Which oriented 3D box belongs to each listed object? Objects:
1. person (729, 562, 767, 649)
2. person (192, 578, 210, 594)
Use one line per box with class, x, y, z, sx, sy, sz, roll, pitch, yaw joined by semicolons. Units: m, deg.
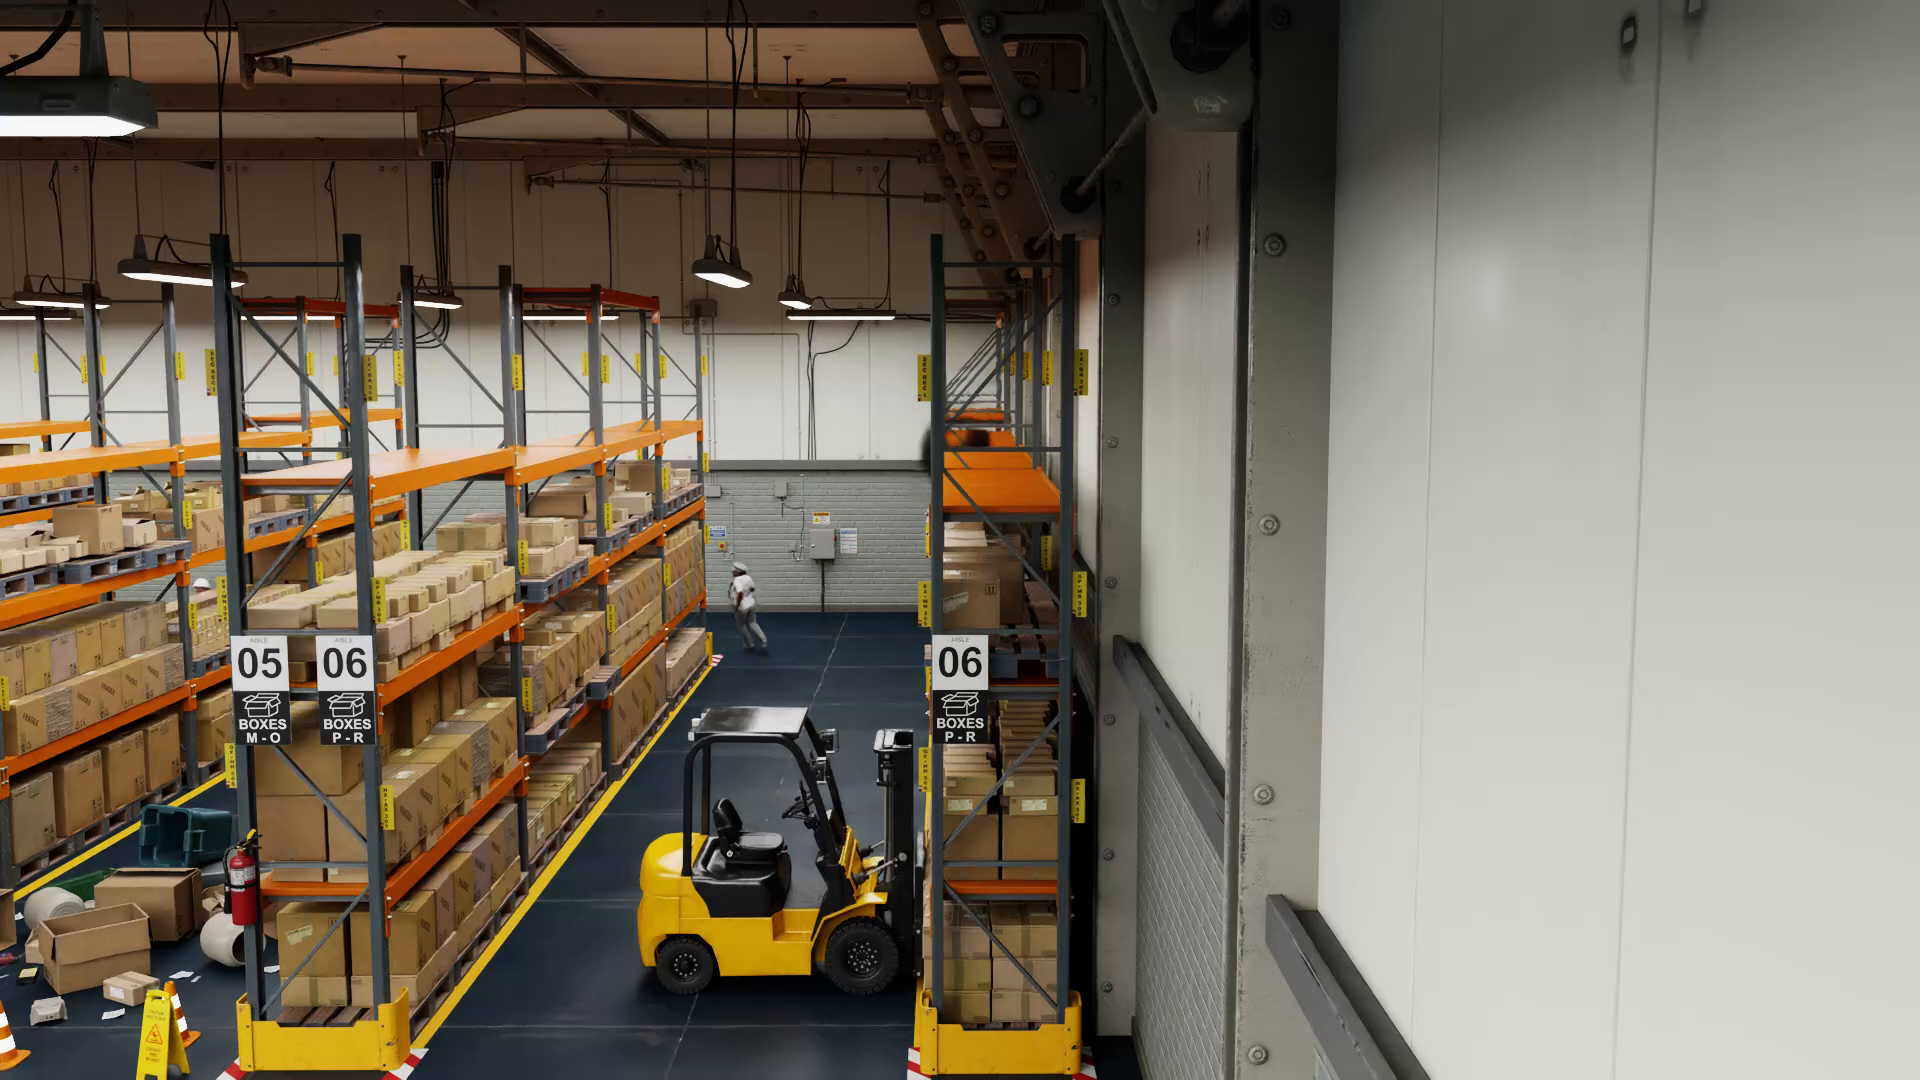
person;-3.771;1.171;29.051;0.790;1.616;0.686;6;9;43
person;-11.537;1.486;25.429;0.619;1.822;0.827;1;6;5
